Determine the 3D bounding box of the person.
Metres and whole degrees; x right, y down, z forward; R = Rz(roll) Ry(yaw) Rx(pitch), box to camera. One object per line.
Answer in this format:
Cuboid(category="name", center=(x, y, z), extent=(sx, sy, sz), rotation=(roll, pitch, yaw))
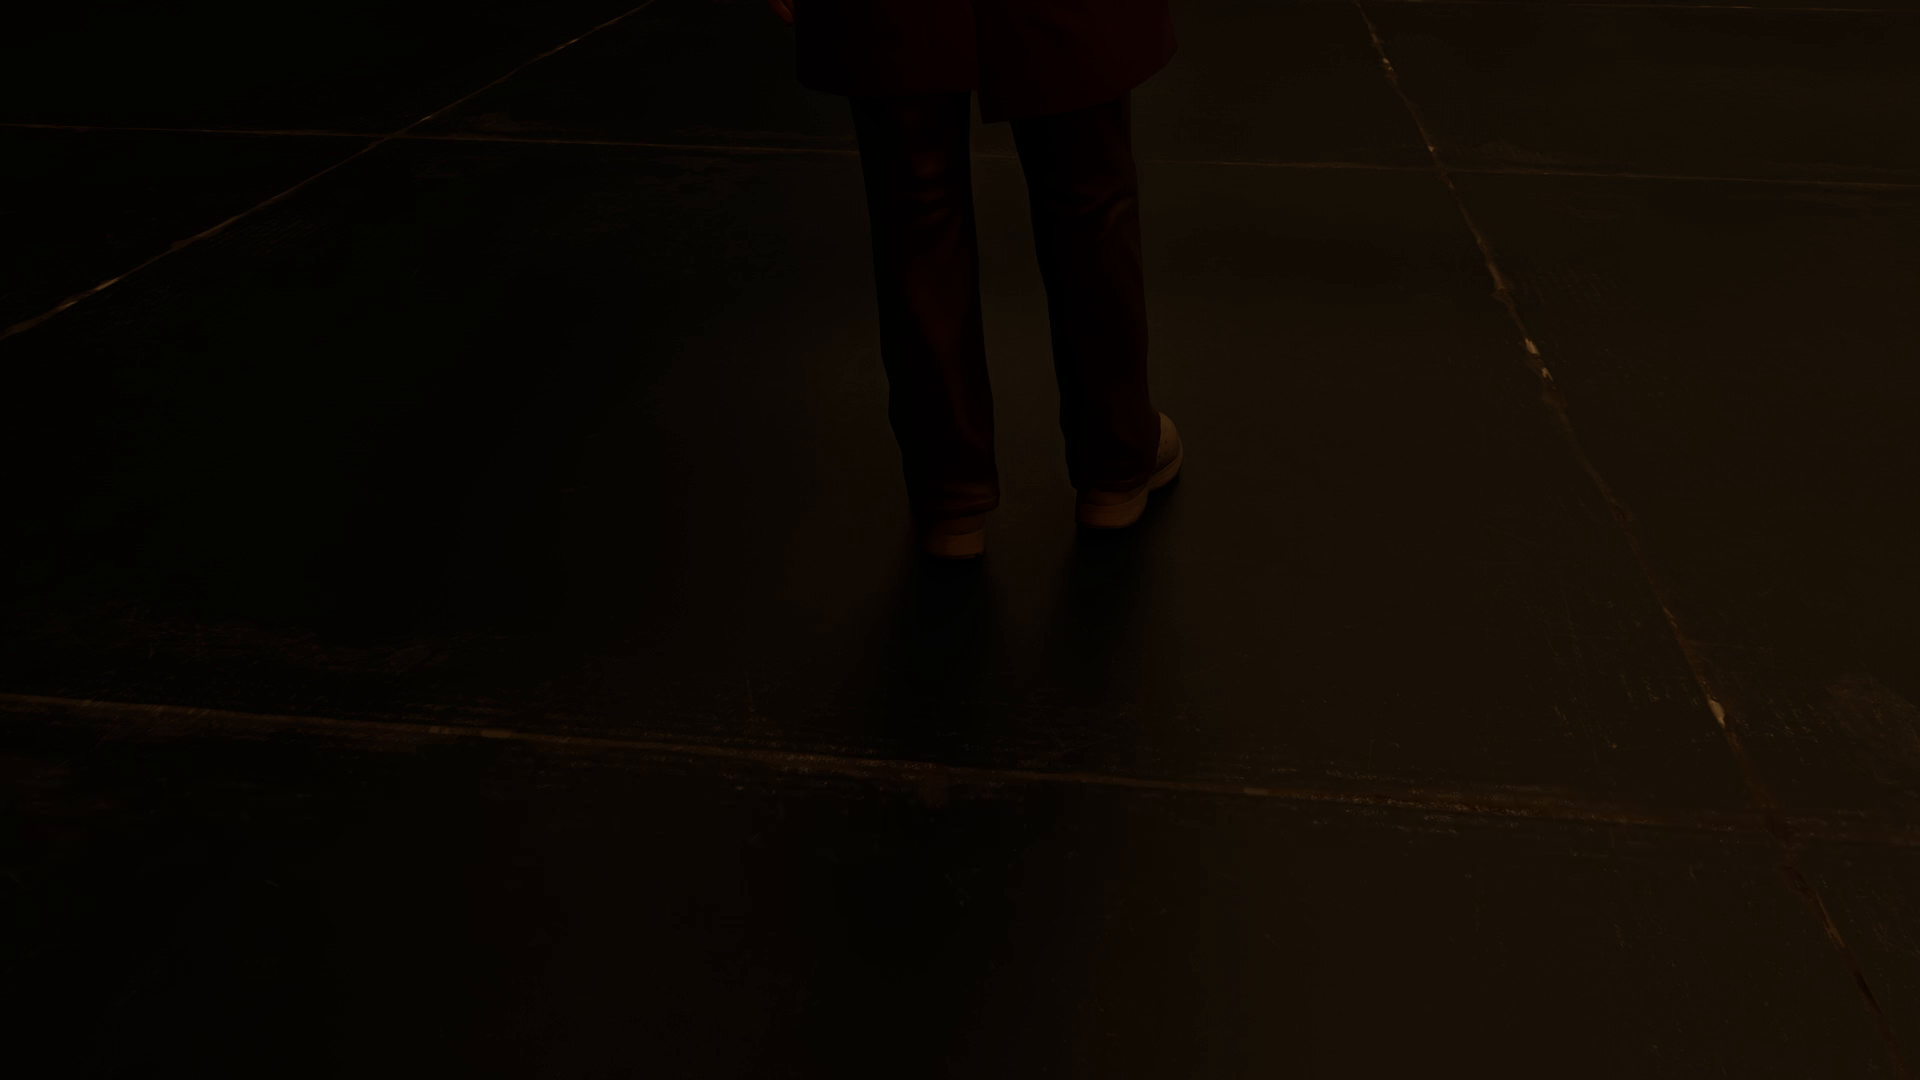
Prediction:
Cuboid(category="person", center=(0.016, -0.843, 2.181), extent=(0.698, 1.778, 0.579), rotation=(3, 27, 7))
